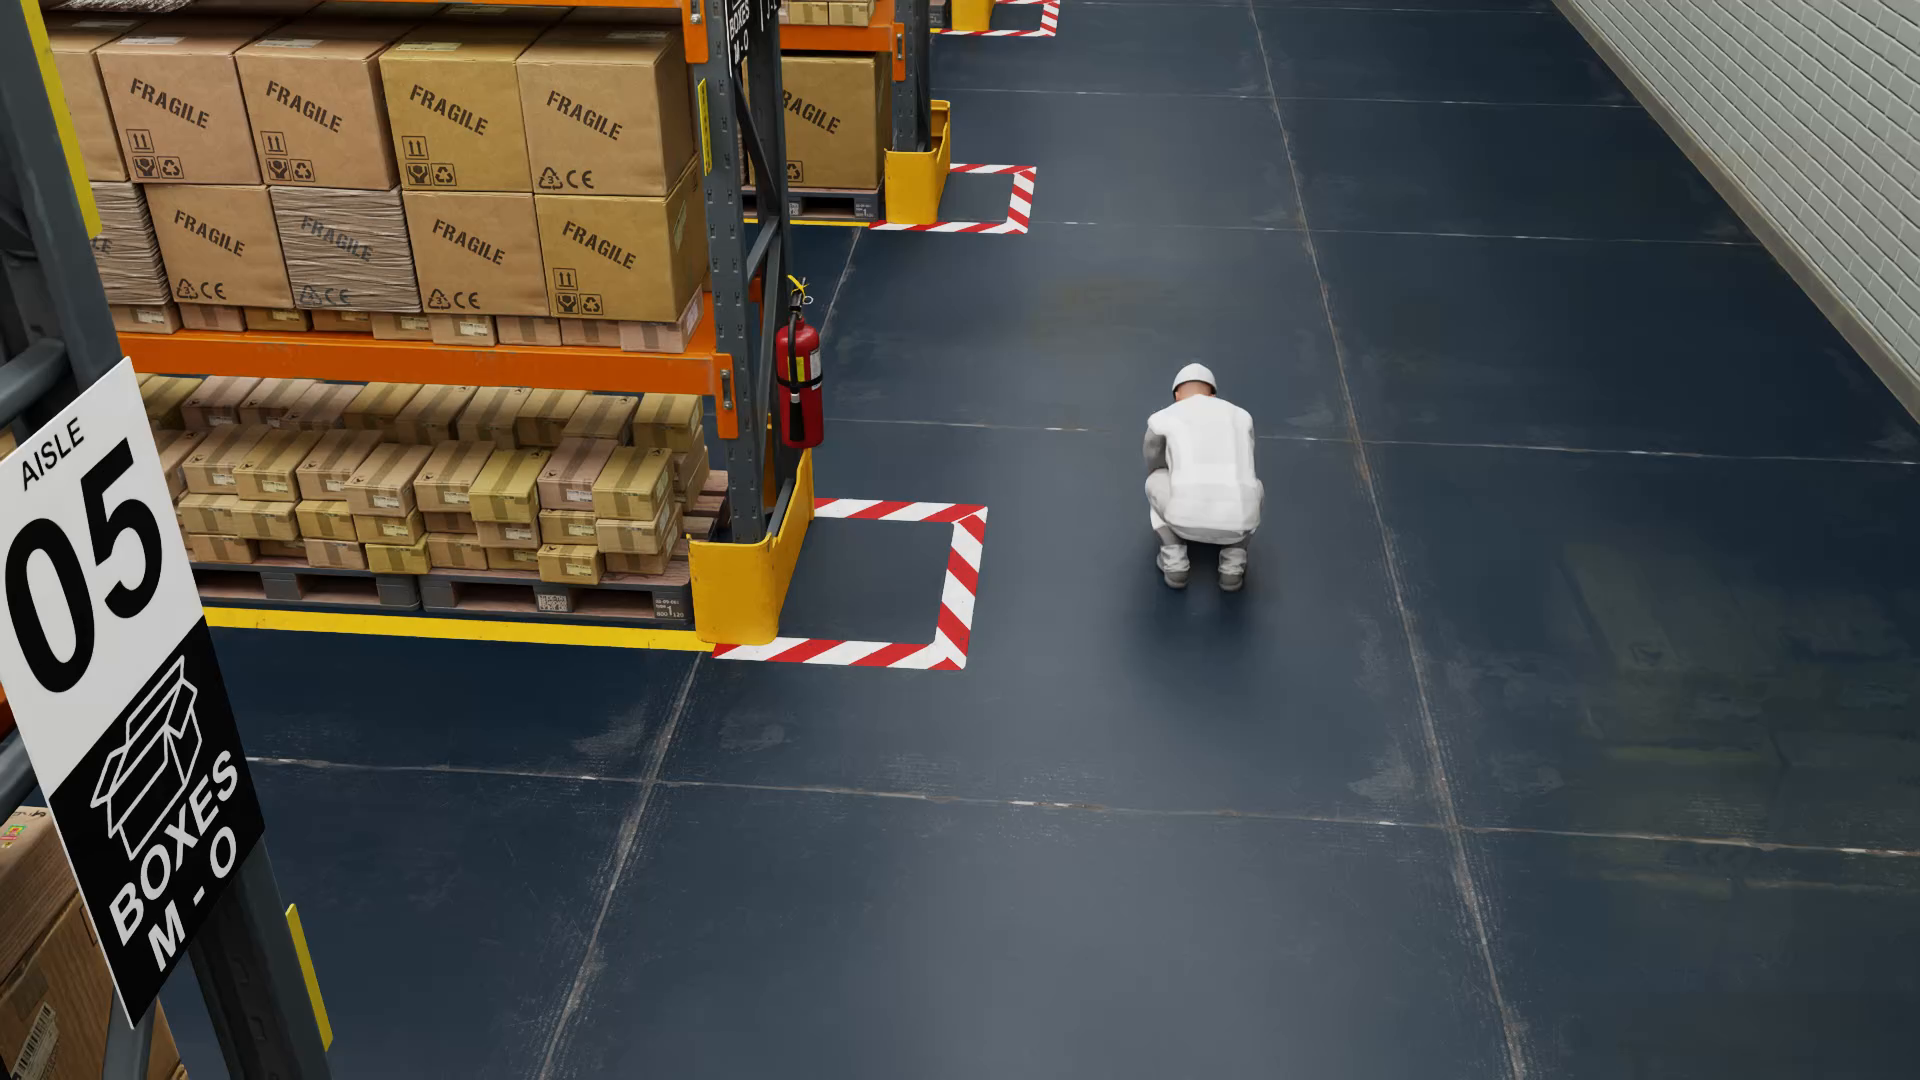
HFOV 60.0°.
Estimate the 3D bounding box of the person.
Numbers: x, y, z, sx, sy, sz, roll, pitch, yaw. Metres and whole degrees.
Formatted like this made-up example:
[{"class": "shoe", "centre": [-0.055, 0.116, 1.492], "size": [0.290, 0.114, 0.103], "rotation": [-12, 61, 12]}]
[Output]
[{"class": "person", "centre": [1.098, -0.242, 7.507], "size": [0.551, 0.873, 0.911], "rotation": [2, 32, 4]}]
